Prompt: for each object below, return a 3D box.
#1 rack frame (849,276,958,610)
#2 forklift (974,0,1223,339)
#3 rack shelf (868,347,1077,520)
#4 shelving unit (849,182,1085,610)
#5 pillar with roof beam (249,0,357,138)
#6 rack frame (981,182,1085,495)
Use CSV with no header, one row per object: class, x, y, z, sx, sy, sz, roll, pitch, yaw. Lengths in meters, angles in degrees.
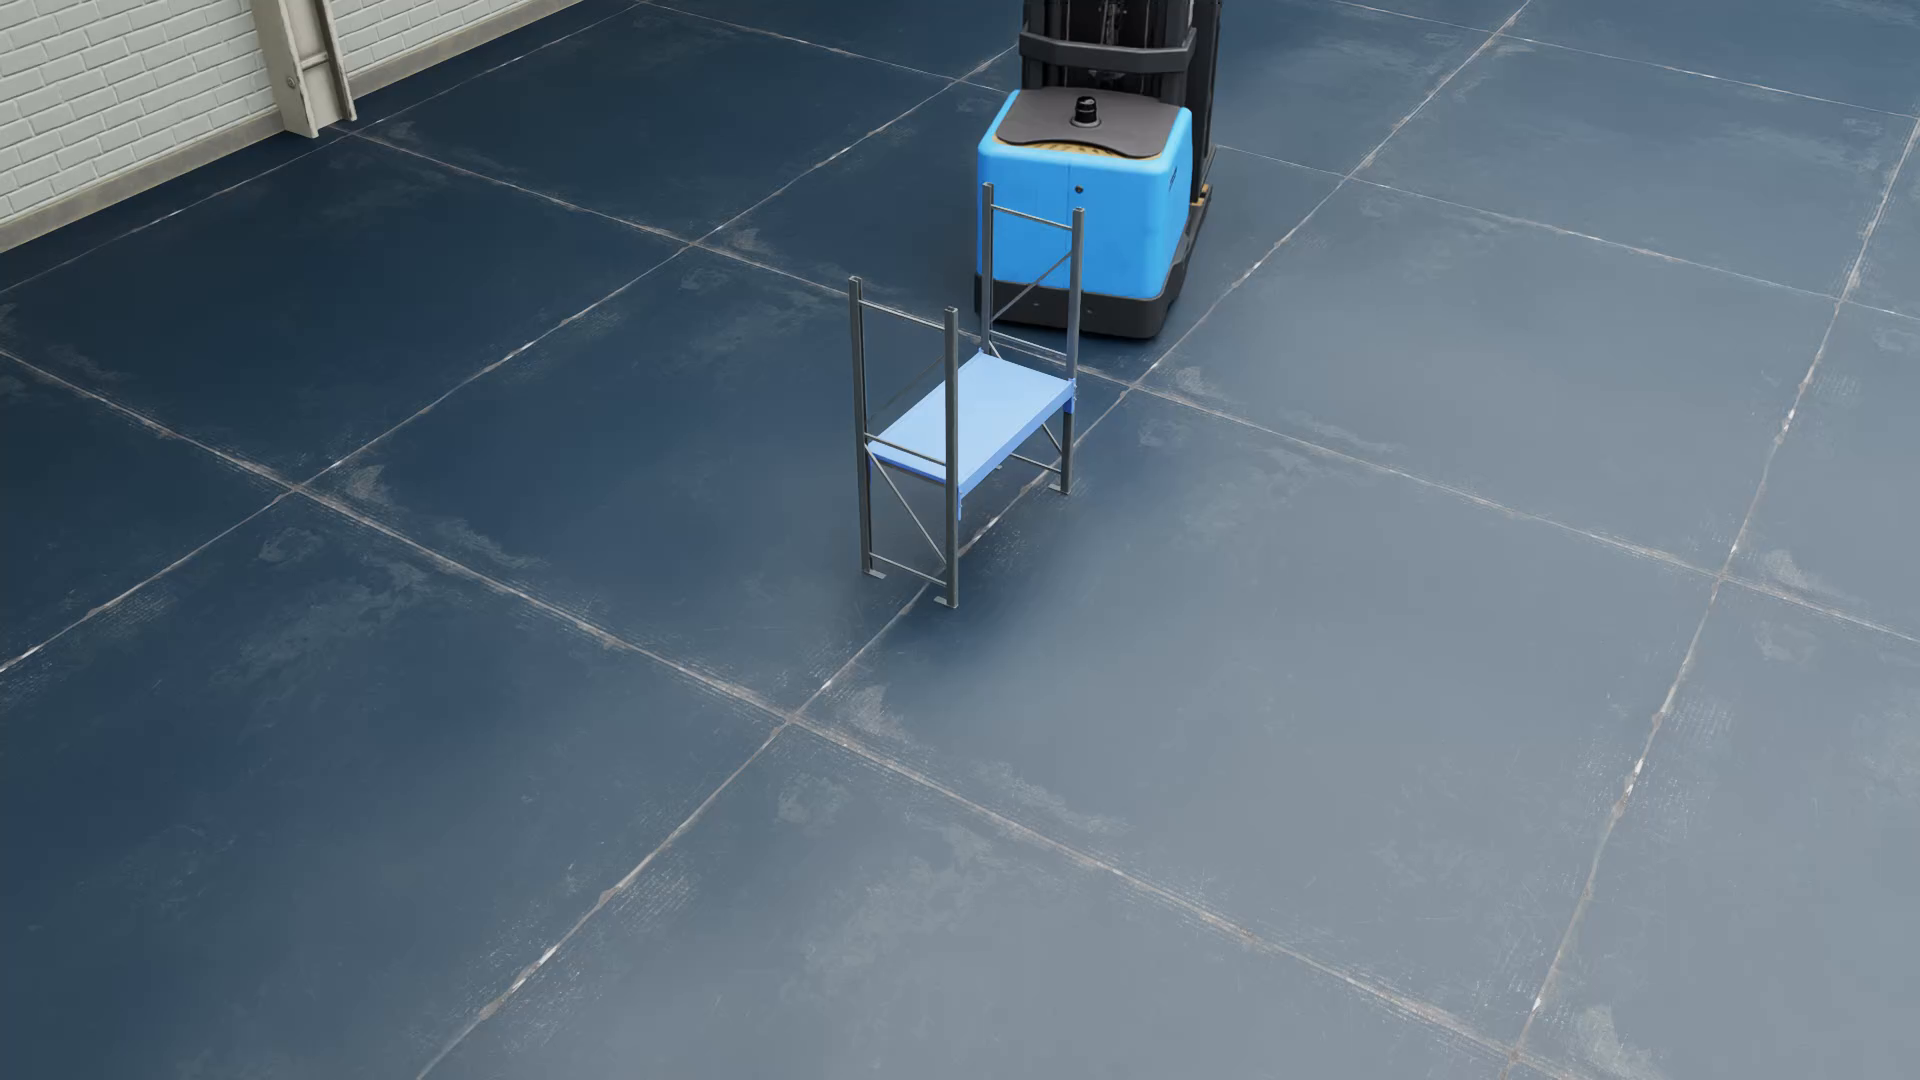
rack frame,-0.227,-0.376,7.009,0.500,1.500,0.032,21,42,25
forklift,0.958,-3.161,9.450,1.130,2.935,3.031,9,39,12
rack shelf,0.046,-0.496,7.459,0.538,0.185,1.000,21,42,25
shelving unit,0.046,-0.638,7.349,0.538,1.500,1.048,21,42,25
pillar with roof beam,-0.783,-5.032,6.908,9.100,9.000,0.400,21,42,25
rack frame,0.318,-0.900,7.689,0.500,1.500,0.032,21,42,25
